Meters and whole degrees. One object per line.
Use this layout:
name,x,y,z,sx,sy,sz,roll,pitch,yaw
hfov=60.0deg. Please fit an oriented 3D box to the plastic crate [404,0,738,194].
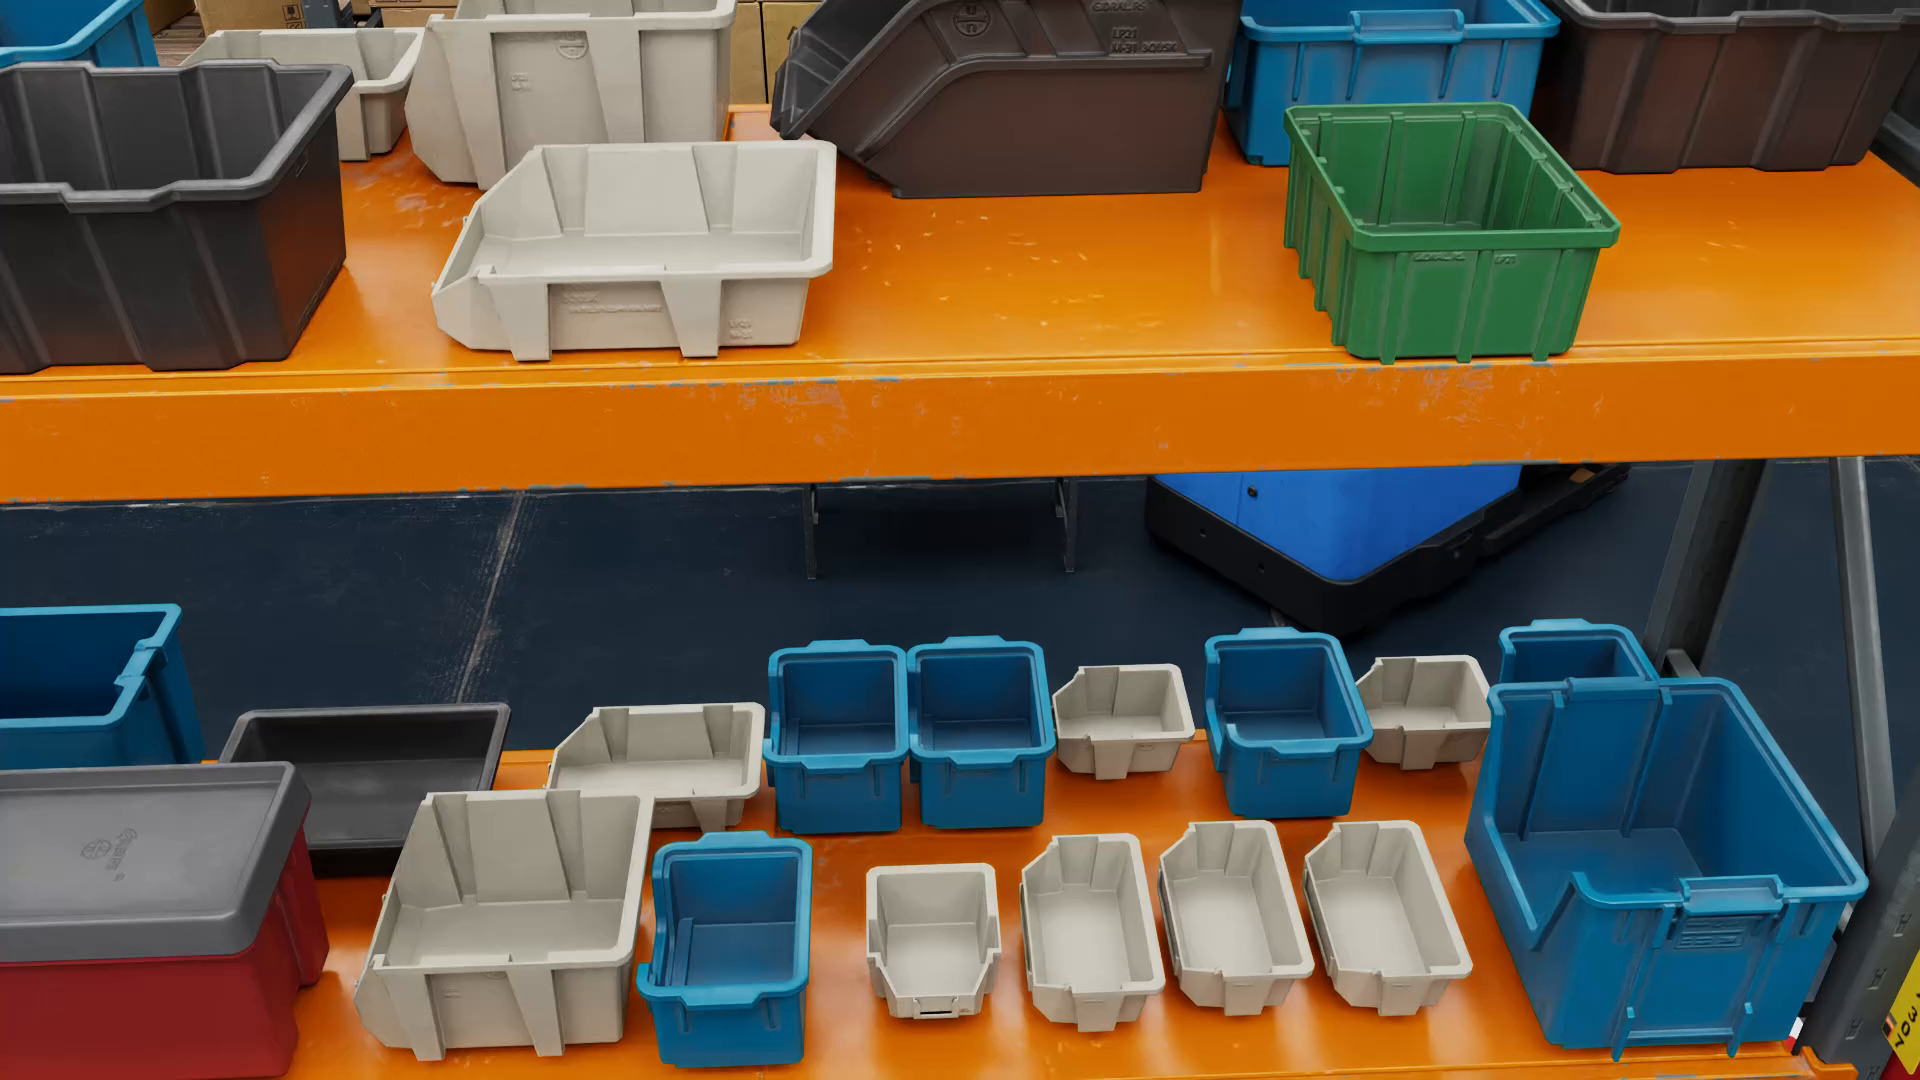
plastic crate,-0.611,-0.772,2.698,0.530,0.282,0.437,-2,35,-2

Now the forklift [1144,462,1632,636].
forklift,2.204,-1.544,6.406,3.031,2.935,1.130,-25,42,-32

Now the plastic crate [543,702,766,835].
plastic crate,-0.653,0.502,3.568,0.466,0.136,0.293,-2,35,-2

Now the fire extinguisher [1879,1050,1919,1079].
fire extinguisher,1.789,0.968,3.112,0.183,0.674,0.296,-2,35,-2

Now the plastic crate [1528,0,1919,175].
plastic crate,1.219,-0.800,2.749,0.590,0.269,0.497,-2,35,-2

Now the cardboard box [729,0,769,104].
cardboard box,-1.076,-2.108,7.072,0.500,0.500,0.500,-2,35,-2

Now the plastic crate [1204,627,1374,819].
plastic crate,0.697,0.410,3.617,0.300,0.233,0.416,-2,35,-2

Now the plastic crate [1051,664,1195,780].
plastic crate,0.353,0.411,3.699,0.298,0.136,0.250,-2,35,-2

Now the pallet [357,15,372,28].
pallet,-3.615,-3.785,12.034,1.213,0.211,1.003,-2,35,-2

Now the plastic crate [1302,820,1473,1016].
plastic crate,0.811,0.737,3.229,0.243,0.136,0.396,-2,35,-2

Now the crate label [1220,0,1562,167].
crate label,0.680,-0.803,2.769,0.502,0.251,0.408,-2,35,-2

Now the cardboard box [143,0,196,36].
cardboard box,-3.777,-2.453,7.202,0.500,0.500,0.700,4,35,5

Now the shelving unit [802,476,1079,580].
shelving unit,-0.085,-0.614,6.320,1.048,1.500,0.538,-2,35,-2

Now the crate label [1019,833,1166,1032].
crate label,0.244,0.758,3.198,0.243,0.136,0.396,-2,35,-2

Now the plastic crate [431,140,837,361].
plastic crate,-0.435,-0.400,2.288,0.530,0.136,0.437,-2,35,-2

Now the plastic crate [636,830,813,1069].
plastic crate,-0.422,0.773,3.091,0.300,0.233,0.416,-2,35,-2

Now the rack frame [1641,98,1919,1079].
rack frame,1.617,0.528,3.351,0.127,3.000,1.000,-2,35,-2

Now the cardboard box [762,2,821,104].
cardboard box,-0.568,-2.122,7.093,0.500,0.500,0.500,-2,35,-3

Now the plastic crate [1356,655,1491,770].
plastic crate,1.030,0.393,3.725,0.298,0.136,0.250,-2,35,-2

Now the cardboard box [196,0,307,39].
cardboard box,-3.093,-2.508,7.281,0.500,0.500,0.700,-13,37,-18

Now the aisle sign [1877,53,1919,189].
aisle sign,1.675,-0.712,2.858,0.004,0.787,0.394,-2,35,-2

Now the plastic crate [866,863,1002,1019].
plastic crate,-0.051,0.776,3.171,0.250,0.136,0.298,-2,35,-2

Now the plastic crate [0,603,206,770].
plastic crate,-1.928,0.411,3.481,0.575,0.384,0.392,-2,35,-2

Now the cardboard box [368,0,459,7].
cardboard box,-2.125,-2.485,6.738,0.500,0.500,0.500,-1,35,-1

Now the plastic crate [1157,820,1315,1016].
plastic crate,0.521,0.736,3.229,0.243,0.136,0.396,-2,35,-2

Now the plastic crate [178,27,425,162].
plastic crate,-1.126,-0.740,2.779,0.466,0.136,0.293,-2,35,-2

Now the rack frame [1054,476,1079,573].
rack frame,0.423,-0.628,6.340,0.032,1.500,0.500,-2,35,-2

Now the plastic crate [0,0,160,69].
plastic crate,-1.484,-0.735,2.687,0.300,0.233,0.416,-2,35,-2

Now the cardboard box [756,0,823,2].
cardboard box,-0.581,-2.527,6.799,0.500,0.500,0.500,-1,35,-1

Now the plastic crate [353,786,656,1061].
plastic crate,-0.845,0.724,3.120,0.530,0.282,0.437,-2,35,-2

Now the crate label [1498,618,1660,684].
crate label,1.355,0.392,3.642,0.303,0.233,0.416,-2,35,-2

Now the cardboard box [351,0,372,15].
cardboard box,-4.378,-4.167,11.656,0.750,0.750,0.750,-1,35,-1

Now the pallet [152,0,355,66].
pallet,-3.413,-2.141,7.377,1.213,0.211,1.003,-2,35,-2

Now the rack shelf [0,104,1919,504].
rack shelf,-0.381,-0.356,2.624,4.000,0.370,1.077,-2,35,-2

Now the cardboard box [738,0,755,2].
cardboard box,-1.096,-2.513,6.778,0.500,0.500,0.500,-3,35,-4

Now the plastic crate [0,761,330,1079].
plastic crate,-1.475,0.703,2.989,0.583,0.464,0.402,-2,35,-2

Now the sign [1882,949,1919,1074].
sign,1.659,0.773,2.853,0.005,0.325,0.100,-2,35,-2

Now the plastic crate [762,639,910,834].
plastic crate,-0.260,0.435,3.579,0.300,0.233,0.416,-2,35,-2

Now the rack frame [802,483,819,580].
rack frame,-0.593,-0.601,6.300,0.032,1.500,0.500,-2,35,-2

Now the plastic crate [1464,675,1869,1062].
plastic crate,1.291,0.604,3.157,0.499,0.435,0.616,-2,35,-2

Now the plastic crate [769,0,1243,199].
plastic crate,0.078,-0.795,2.681,0.767,0.338,0.504,-2,35,-2

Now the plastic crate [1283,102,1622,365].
plastic crate,0.645,-0.429,2.285,0.336,0.188,0.450,-2,35,-2

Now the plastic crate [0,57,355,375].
plastic crate,-1.125,-0.421,2.202,0.590,0.269,0.497,-2,35,-2

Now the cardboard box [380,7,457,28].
cardboard box,-2.087,-2.080,7.032,0.500,0.500,0.500,-1,35,-1

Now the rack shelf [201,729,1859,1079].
rack shelf,-0.381,0.878,3.478,4.000,0.370,1.077,-2,35,-2

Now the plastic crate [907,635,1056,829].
plastic crate,0.040,0.427,3.591,0.300,0.233,0.416,-2,35,-2

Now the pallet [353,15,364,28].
pallet,-4.836,-3.751,11.984,1.213,0.211,1.003,-2,35,-2

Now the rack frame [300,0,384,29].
rack frame,-2.609,-2.180,7.264,0.127,3.000,1.000,-2,35,-2

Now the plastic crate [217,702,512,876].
plastic crate,-1.273,0.541,3.521,0.590,0.125,0.437,-2,35,-2
